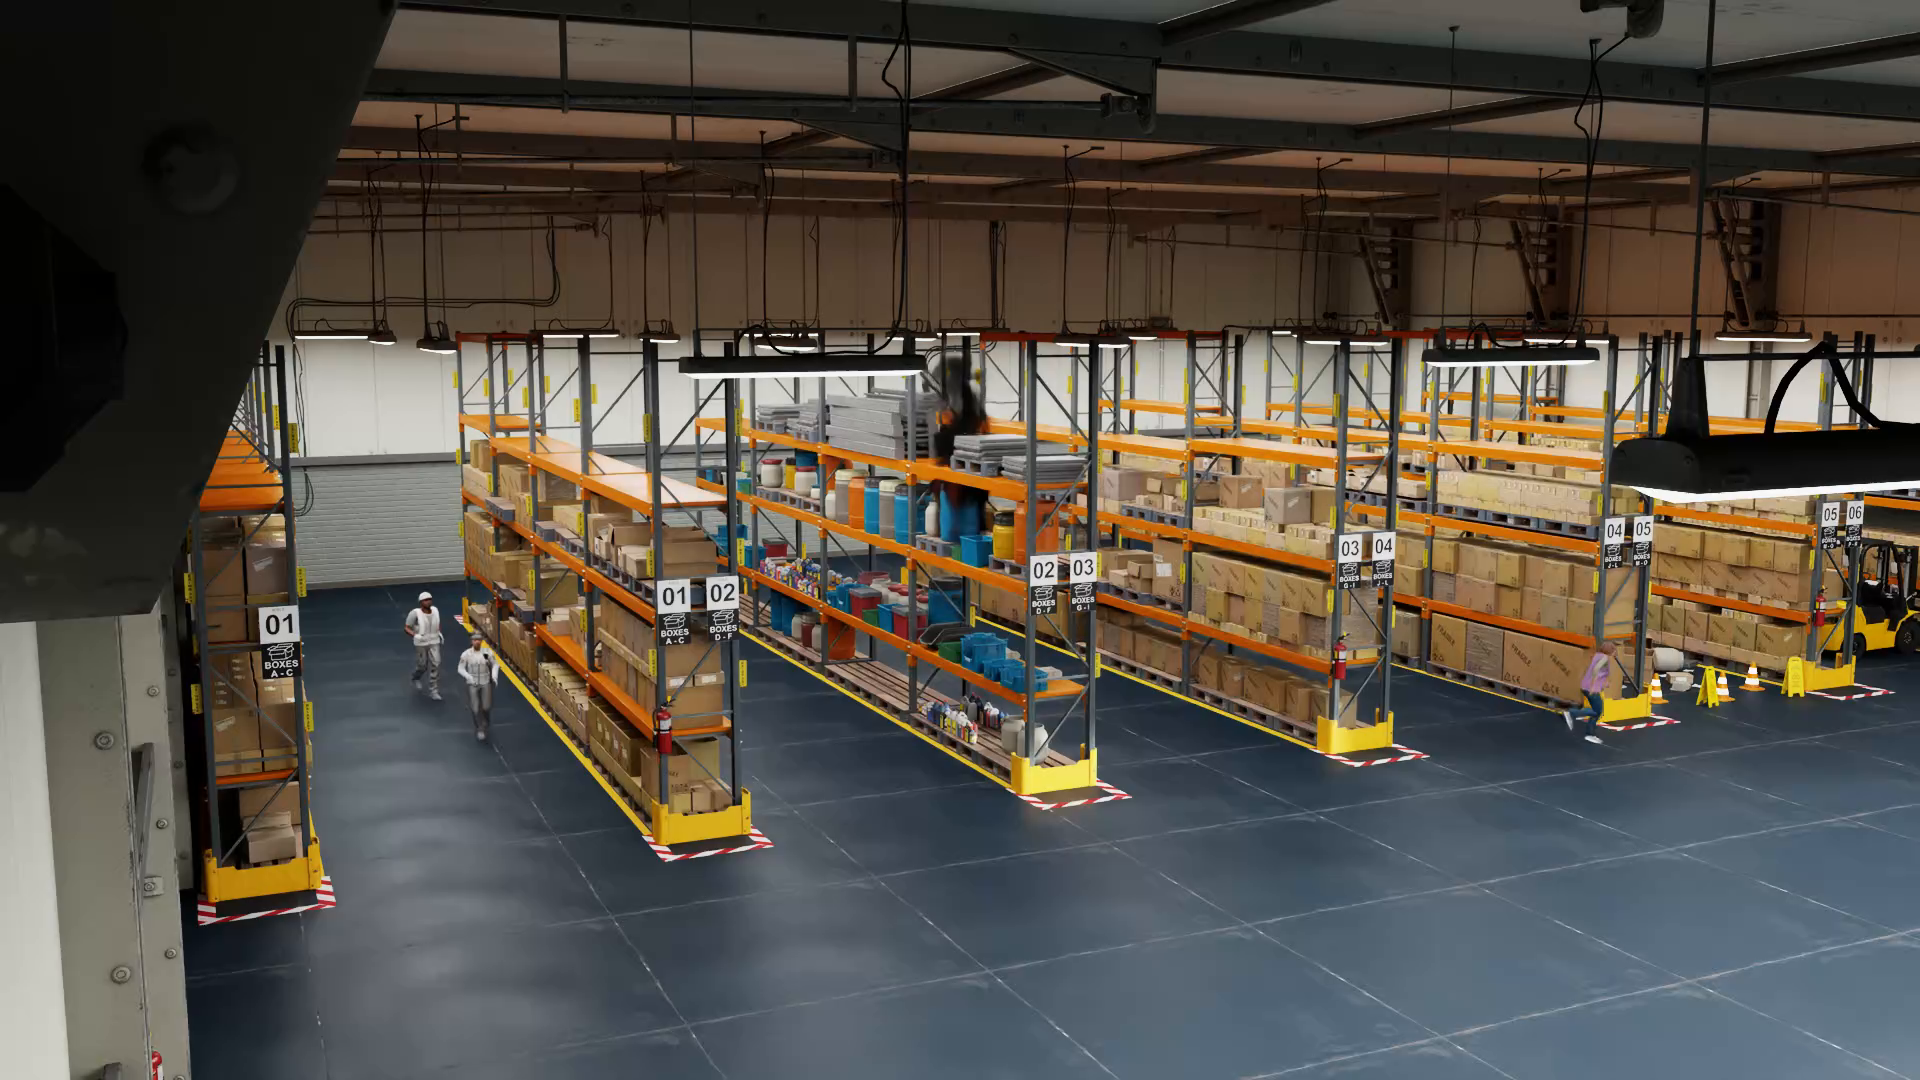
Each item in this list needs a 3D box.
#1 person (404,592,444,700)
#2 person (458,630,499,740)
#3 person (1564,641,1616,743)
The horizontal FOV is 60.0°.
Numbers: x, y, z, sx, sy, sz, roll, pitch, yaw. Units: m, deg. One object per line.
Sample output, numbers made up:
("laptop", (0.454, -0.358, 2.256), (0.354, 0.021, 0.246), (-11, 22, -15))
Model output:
("person", (-8.886, 1.739, 27.643), (0.682, 1.775, 0.880), (-6, 10, -39))
("person", (-7.212, 2.166, 24.953), (0.612, 1.658, 0.548), (-3, 8, -18))
("person", (9.390, 2.264, 24.802), (0.717, 1.537, 0.532), (0, 8, 1))
